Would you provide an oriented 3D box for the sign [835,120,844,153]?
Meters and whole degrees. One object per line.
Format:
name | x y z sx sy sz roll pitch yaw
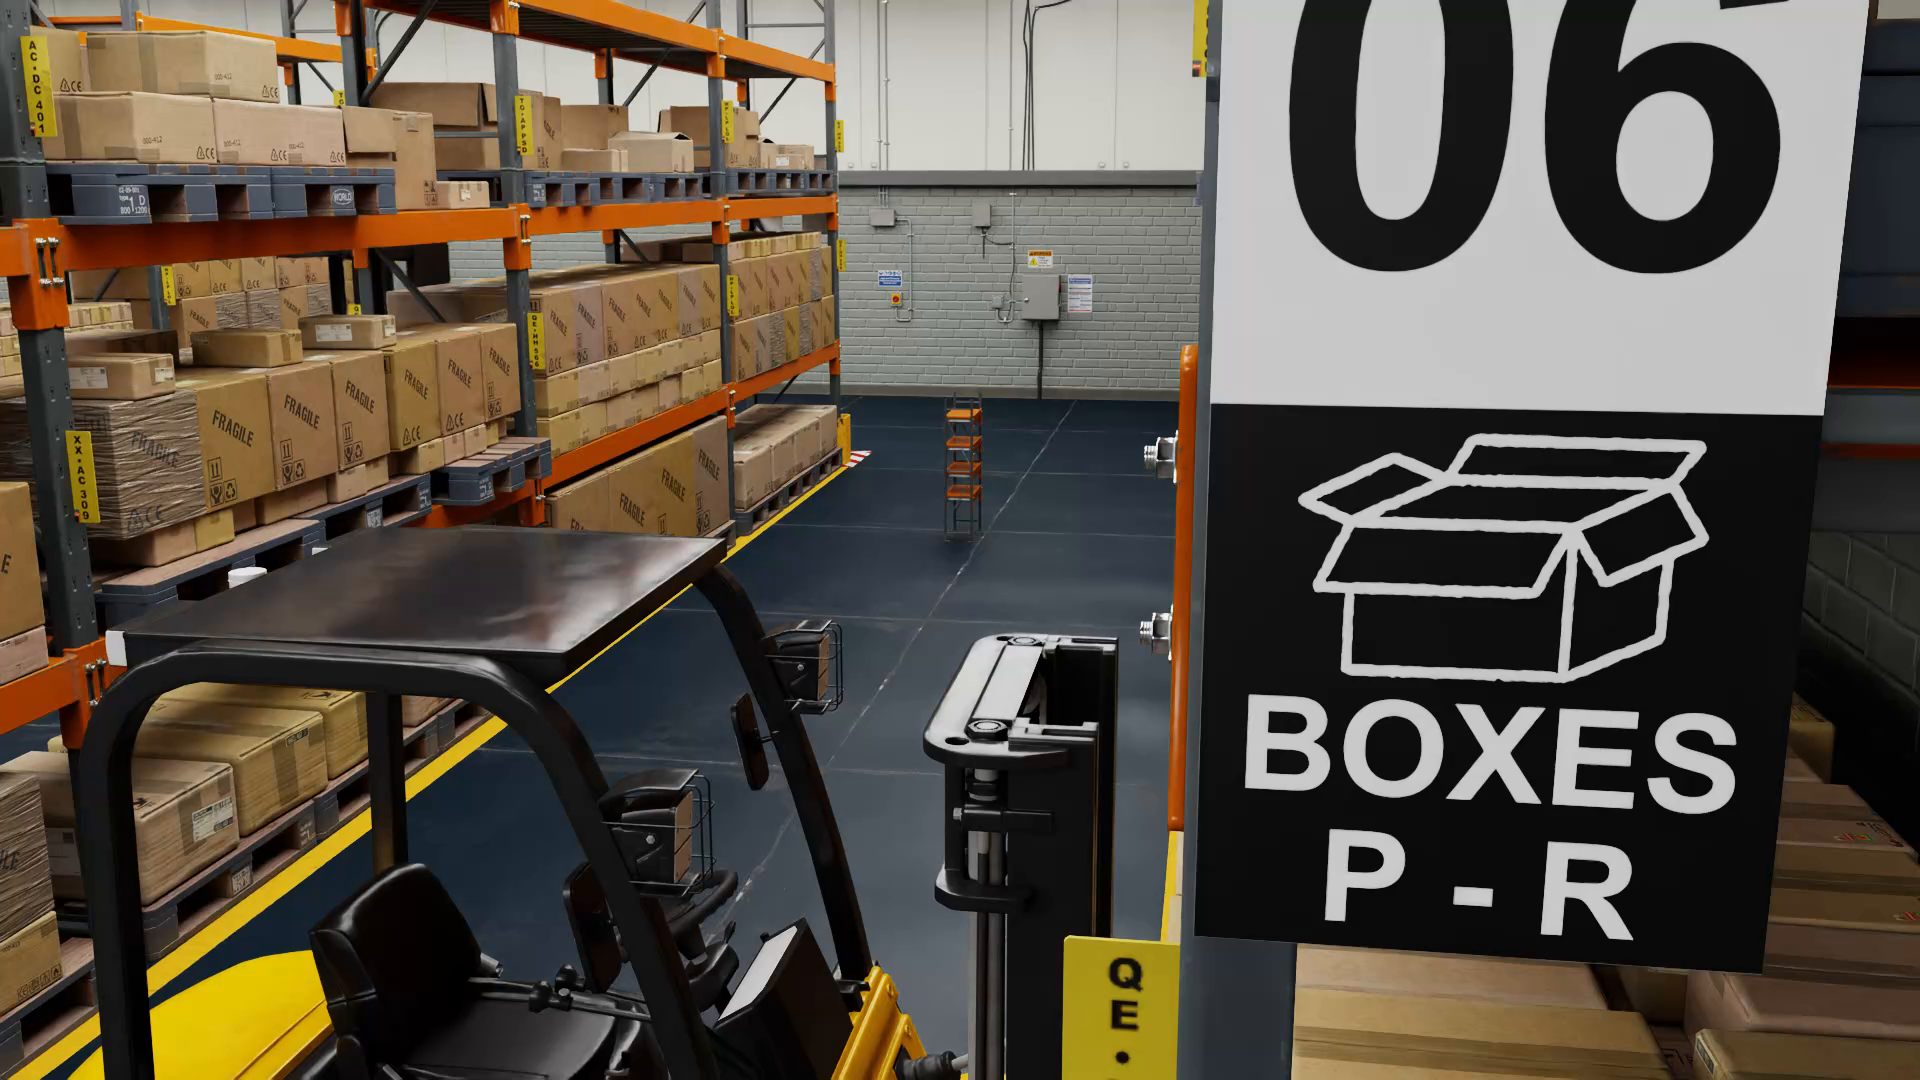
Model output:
sign | -1.244 -4.152 17.105 0.100 0.325 0.005 2 12 9

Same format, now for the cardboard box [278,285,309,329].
cardboard box | -6.739 -2.227 16.265 0.500 0.500 0.500 3 12 11

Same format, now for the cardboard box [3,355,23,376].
cardboard box | -7.363 -1.341 12.694 0.380 0.149 0.250 2 12 11

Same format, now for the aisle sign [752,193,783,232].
aisle sign | -2.054 -3.607 17.440 0.394 0.787 0.004 2 12 9

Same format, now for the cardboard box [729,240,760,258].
cardboard box | -1.968 -2.550 14.553 0.380 0.149 0.250 2 12 8

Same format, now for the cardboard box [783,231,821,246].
cardboard box | -1.635 -3.085 17.040 0.380 0.149 0.250 2 12 9

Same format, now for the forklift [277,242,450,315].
forklift | -5.183 -1.576 14.347 1.130 2.935 3.031 7 14 29

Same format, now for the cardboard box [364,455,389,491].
cardboard box | -2.986 -0.328 7.995 0.380 0.149 0.250 1 12 7

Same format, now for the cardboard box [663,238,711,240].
cardboard box | -2.440 -2.618 14.871 0.380 0.149 0.250 2 12 8

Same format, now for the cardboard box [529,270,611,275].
cardboard box | -2.875 -1.724 12.260 0.500 0.500 0.500 2 12 7

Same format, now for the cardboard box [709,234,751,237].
cardboard box | -2.240 -2.883 16.099 0.380 0.149 0.250 2 12 9

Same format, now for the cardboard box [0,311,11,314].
cardboard box | -7.332 -1.687 12.887 0.380 0.149 0.250 1 12 7

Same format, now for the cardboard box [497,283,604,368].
cardboard box | -2.624 -1.383 10.678 0.500 0.500 0.500 2 12 9

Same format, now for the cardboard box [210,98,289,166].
cardboard box | -3.061 -1.626 6.660 0.500 0.250 0.500 2 12 8

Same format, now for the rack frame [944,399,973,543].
rack frame | -0.012 -0.570 13.791 0.240 1.200 0.015 2 12 9

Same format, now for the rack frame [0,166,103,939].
rack frame | -3.624 0.186 6.010 1.000 3.000 0.127 2 12 9

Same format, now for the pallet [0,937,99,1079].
pallet | -3.692 1.690 5.650 1.003 0.211 1.213 2 12 9

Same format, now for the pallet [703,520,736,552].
pallet | -2.437 0.047 13.274 1.003 0.211 1.213 2 12 9

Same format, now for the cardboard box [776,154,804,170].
cardboard box | -1.744 -3.723 16.392 0.380 0.149 0.250 1 12 4

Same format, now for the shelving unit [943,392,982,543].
shelving unit | 0.025 -0.621 14.027 0.258 1.200 0.503 2 12 9

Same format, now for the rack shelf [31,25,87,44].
rack shelf | -7.608 -3.588 11.938 1.077 0.370 4.000 2 12 9

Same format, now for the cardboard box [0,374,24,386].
cardboard box | -3.704 -0.420 6.884 0.500 0.500 0.500 2 12 9

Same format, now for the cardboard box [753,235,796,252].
cardboard box | -1.777 -2.818 15.799 0.380 0.149 0.250 2 12 10

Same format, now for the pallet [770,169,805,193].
pallet | -2.067 -3.325 15.394 1.003 0.211 1.213 2 12 9

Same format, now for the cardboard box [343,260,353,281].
cardboard box | -6.587 -2.926 17.132 0.500 0.500 0.500 1 12 7

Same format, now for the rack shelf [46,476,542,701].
rack shelf | -3.316 0.121 8.018 1.077 0.370 4.000 2 12 9

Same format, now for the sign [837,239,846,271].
sign | -1.244 -2.973 17.359 0.100 0.325 0.005 2 12 9

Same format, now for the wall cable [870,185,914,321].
wall cable | -0.934 -3.998 22.941 0.585 1.953 0.123 2 12 9

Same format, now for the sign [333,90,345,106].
sign | -3.556 -2.424 9.586 0.100 0.325 0.005 2 12 9

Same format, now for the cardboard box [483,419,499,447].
cardboard box | -2.796 -0.595 9.234 0.380 0.149 0.250 2 12 10

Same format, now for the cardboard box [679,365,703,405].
cardboard box | -2.293 -1.198 12.790 0.500 0.250 0.500 2 12 8

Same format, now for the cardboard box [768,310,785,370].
cardboard box | -1.898 -1.825 15.106 0.500 0.500 0.500 2 12 9

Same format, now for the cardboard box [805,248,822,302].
cardboard box | -1.668 -2.632 16.474 0.500 0.500 0.500 2 12 9

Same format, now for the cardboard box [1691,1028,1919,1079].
cardboard box | 0.929 0.604 1.586 0.380 0.149 0.250 2 12 8

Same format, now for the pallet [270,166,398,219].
pallet | -3.267 -1.530 7.296 1.213 0.211 1.003 2 12 9

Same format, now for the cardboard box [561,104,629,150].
cardboard box | -2.815 -3.026 12.559 0.500 0.500 0.500 2 12 8

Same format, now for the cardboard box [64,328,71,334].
cardboard box | -7.284 -1.594 13.162 0.380 0.149 0.250 1 12 7

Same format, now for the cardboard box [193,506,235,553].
cardboard box | -3.179 -0.053 6.718 0.380 0.149 0.250 2 12 10

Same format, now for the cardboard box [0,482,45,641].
cardboard box | -3.446 0.092 5.501 0.500 0.500 0.500 2 12 7

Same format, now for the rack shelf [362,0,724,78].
rack shelf | -2.701 -3.448 11.291 1.077 0.370 4.000 2 12 9

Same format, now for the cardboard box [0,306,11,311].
cardboard box | -7.894 -1.813 13.475 0.380 0.149 0.250 2 12 9

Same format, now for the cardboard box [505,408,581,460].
cardboard box | -2.685 -0.667 10.324 0.500 0.250 0.500 2 12 8

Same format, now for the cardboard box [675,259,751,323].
cardboard box | -2.081 -2.108 14.045 0.500 0.500 0.500 2 12 9

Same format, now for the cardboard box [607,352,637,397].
cardboard box | -2.517 -1.126 11.268 0.500 0.250 0.500 2 12 8

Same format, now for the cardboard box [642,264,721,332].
cardboard box | -2.214 -1.916 13.152 0.500 0.500 0.500 2 12 10

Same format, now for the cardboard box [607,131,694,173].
cardboard box | -2.321 -2.917 12.504 0.500 0.311 0.500 2 12 9

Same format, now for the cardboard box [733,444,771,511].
cardboard box | -2.191 -0.559 14.553 0.875 0.438 0.875 2 12 8

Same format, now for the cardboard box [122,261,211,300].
cardboard box | -6.990 -2.388 14.636 0.500 0.500 0.500 2 12 10

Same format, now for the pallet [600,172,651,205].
pallet | -2.793 -2.389 11.288 1.003 0.211 1.213 2 12 11

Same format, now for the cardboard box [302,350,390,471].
cardboard box | -3.034 -0.616 7.791 0.500 0.500 0.500 1 12 6

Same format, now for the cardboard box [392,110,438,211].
cardboard box | -3.164 -1.965 8.633 0.700 0.500 0.500 2 12 9

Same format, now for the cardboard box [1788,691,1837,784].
cardboard box | 1.236 0.337 2.824 0.380 0.149 0.250 2 12 7

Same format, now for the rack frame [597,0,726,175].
rack frame | -2.393 -4.412 13.105 1.000 3.000 0.127 2 12 9

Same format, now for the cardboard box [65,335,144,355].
cardboard box | -3.683 -0.778 7.003 0.380 0.149 0.250 2 12 7
